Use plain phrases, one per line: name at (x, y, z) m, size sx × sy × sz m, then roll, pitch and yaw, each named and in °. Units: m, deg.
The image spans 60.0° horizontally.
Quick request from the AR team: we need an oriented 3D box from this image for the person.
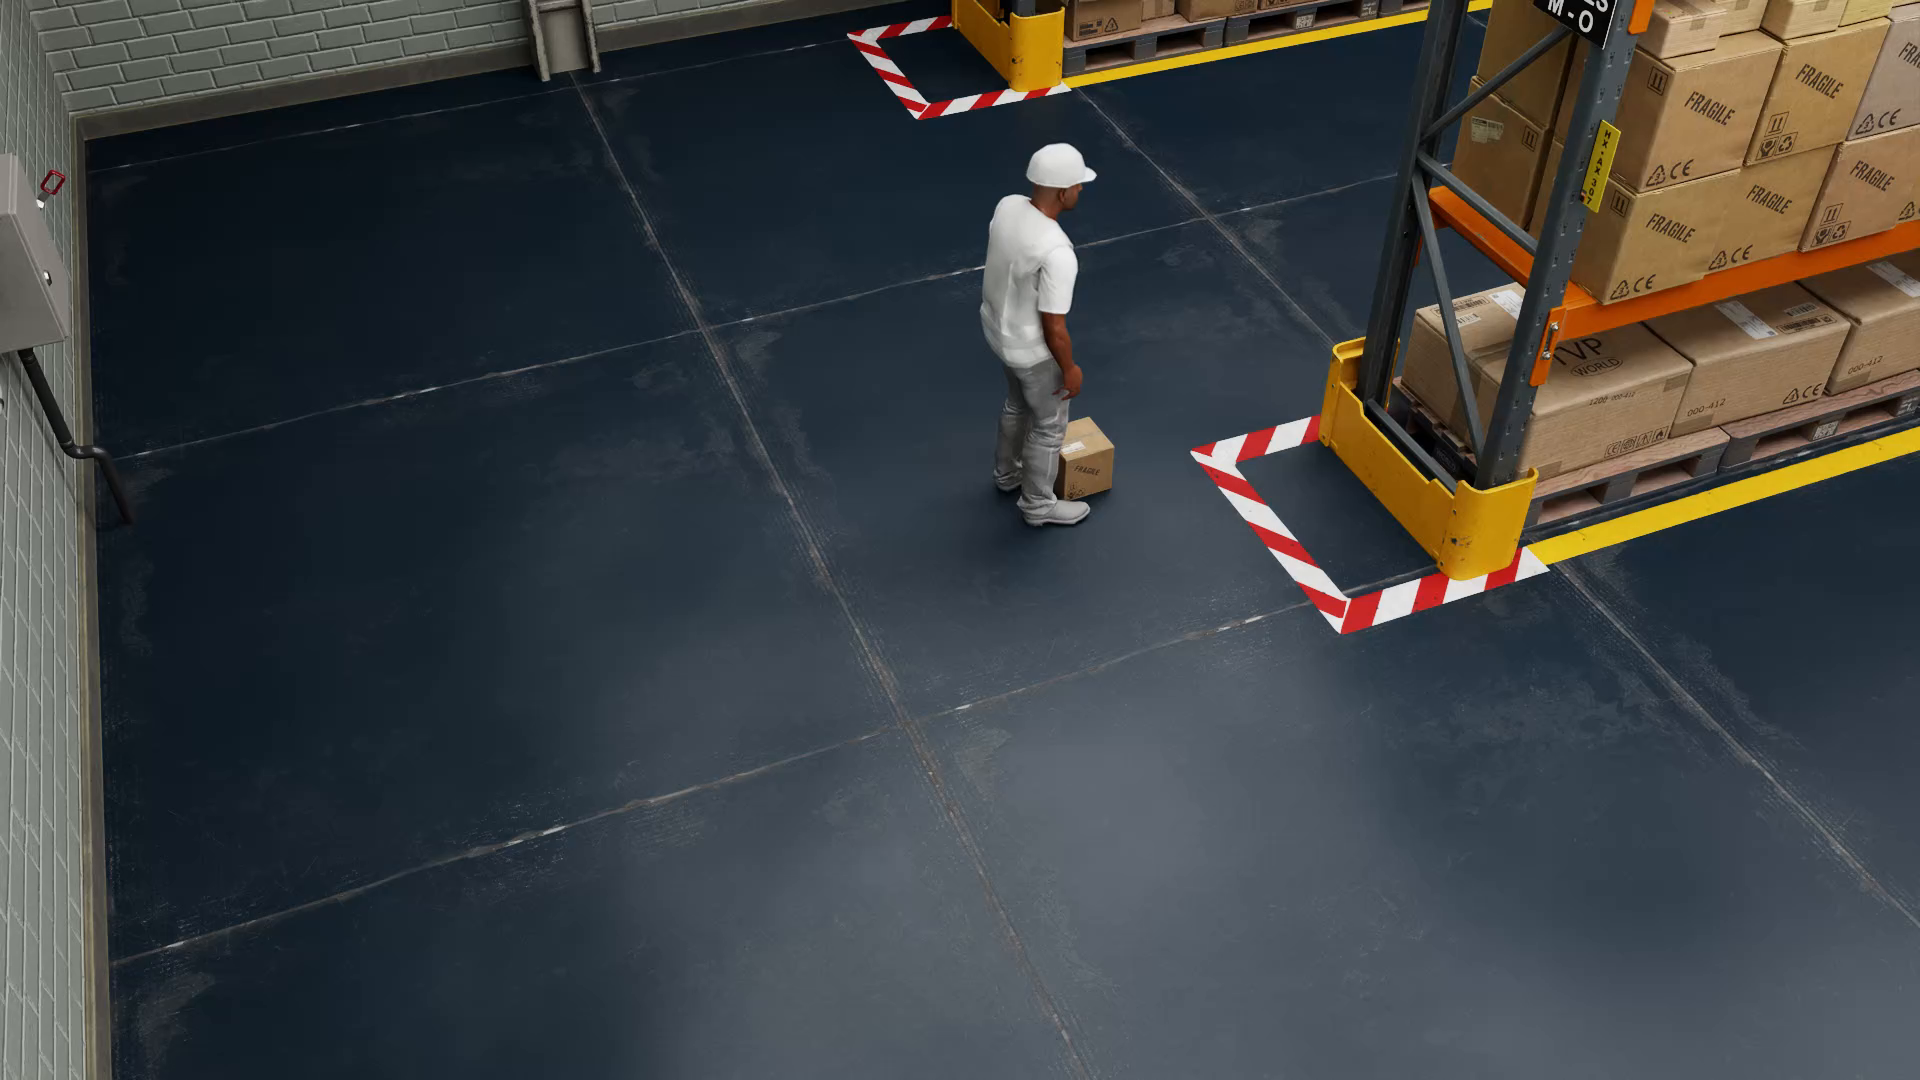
person at (0.337, -0.872, 7.130) m, size 0.456 × 1.761 × 0.627 m, roll -15°, pitch 44°, yaw -16°
